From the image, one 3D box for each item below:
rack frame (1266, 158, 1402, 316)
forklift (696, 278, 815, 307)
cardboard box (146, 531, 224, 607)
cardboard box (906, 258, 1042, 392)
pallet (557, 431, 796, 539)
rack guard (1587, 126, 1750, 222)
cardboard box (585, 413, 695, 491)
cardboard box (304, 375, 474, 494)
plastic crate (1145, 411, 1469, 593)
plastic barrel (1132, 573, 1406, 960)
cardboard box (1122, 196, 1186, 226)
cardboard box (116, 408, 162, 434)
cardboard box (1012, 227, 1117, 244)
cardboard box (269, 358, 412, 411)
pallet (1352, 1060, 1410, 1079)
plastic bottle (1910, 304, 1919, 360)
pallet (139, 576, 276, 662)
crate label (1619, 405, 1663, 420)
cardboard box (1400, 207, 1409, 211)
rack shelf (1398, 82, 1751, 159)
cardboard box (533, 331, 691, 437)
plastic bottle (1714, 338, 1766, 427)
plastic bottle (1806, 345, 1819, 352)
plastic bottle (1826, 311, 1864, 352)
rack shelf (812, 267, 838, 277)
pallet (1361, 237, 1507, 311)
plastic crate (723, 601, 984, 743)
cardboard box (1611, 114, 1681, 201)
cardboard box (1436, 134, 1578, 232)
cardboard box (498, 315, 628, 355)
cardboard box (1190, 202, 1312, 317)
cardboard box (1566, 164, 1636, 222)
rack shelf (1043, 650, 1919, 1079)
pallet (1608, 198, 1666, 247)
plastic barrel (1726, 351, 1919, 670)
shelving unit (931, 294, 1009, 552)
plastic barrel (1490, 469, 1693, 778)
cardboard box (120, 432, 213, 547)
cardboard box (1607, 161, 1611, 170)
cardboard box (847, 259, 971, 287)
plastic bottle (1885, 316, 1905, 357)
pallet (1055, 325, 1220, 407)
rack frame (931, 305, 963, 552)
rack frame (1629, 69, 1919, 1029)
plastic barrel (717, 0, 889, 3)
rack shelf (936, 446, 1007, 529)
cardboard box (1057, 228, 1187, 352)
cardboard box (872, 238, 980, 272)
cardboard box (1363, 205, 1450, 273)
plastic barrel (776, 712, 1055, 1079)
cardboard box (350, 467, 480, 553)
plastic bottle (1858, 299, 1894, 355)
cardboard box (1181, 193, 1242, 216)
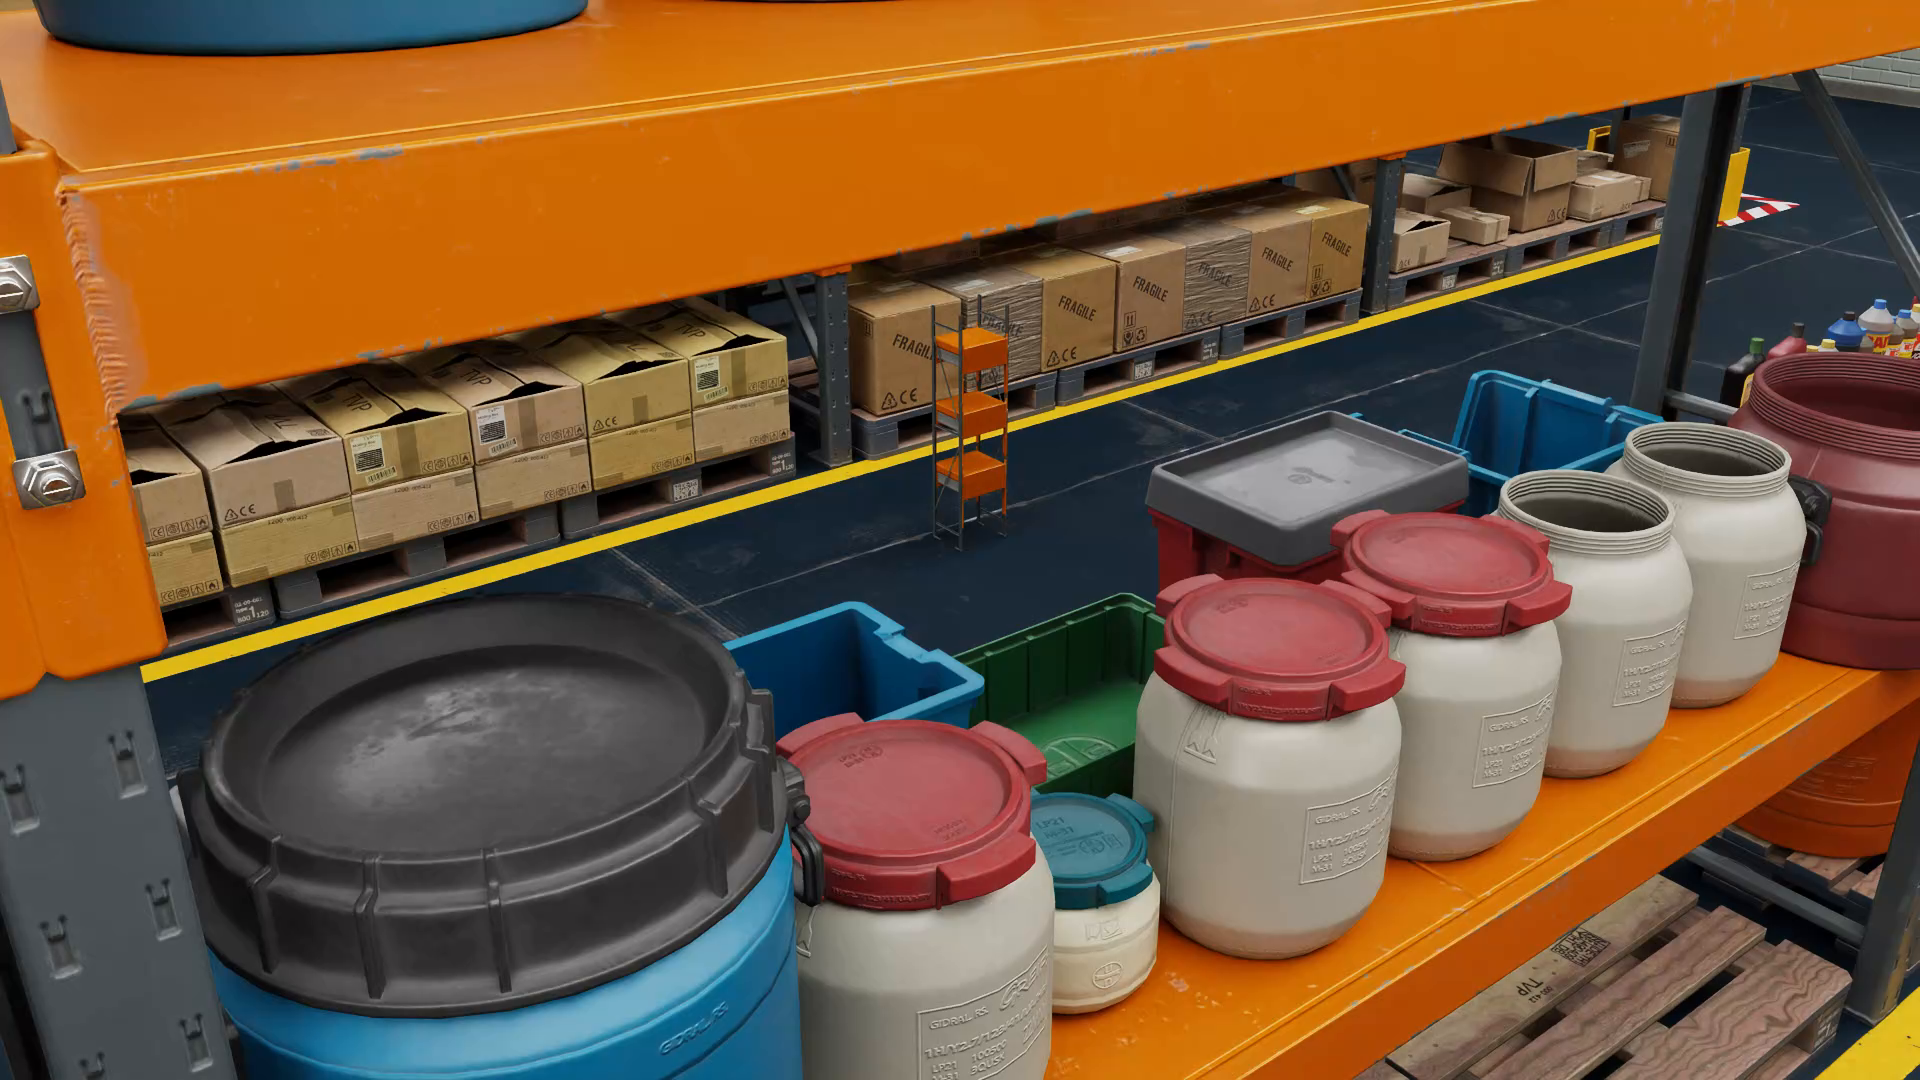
[{"bbox_3d":[2.273,-2.919,9.976,0.127,3.000,1.000,-18,31,-34],"label":"rack frame"},{"bbox_3d":[-1.816,-2.531,9.222,3.031,2.935,1.130,-19,31,-36],"label":"forklift"},{"bbox_3d":[-3.149,0.061,6.322,0.500,0.250,0.500,-17,30,-33],"label":"cardboard box"},{"bbox_3d":[0.069,-1.107,8.518,0.500,0.500,0.500,-20,31,-36],"label":"cardboard box"},{"bbox_3d":[-1.546,-0.414,7.891,1.213,0.211,1.003,-18,31,-34],"label":"pallet"},{"bbox_3d":[5.361,-2.804,12.698,0.348,0.500,1.175,-18,31,-34],"label":"rack guard"},{"bbox_3d":[-1.541,-0.470,7.468,0.500,0.250,0.500,-19,31,-35],"label":"cardboard box"},{"bbox_3d":[-2.334,-0.463,6.785,0.500,0.311,0.500,-17,30,-33],"label":"cardboard box"},{"bbox_3d":[0.719,0.052,3.499,0.583,0.464,0.402,-18,31,-34],"label":"plastic crate"},{"bbox_3d":[0.497,0.373,2.721,0.433,0.535,0.433,0,25,0],"label":"plastic barrel"},{"bbox_3d":[0.955,-2.020,9.595,0.500,0.250,0.500,-18,30,-34],"label":"cardboard box"},{"bbox_3d":[-3.475,-0.376,6.597,0.500,0.311,0.500,-17,30,-33],"label":"cardboard box"},{"bbox_3d":[0.533,-1.539,9.449,0.500,0.500,0.500,-20,31,-36],"label":"cardboard box"},{"bbox_3d":[-2.683,-0.634,7.154,0.500,0.311,0.500,-19,31,-35],"label":"cardboard box"},{"bbox_3d":[0.586,1.531,3.701,1.213,0.211,1.003,-18,31,-34],"label":"pallet"},{"bbox_3d":[3.054,-0.655,5.334,0.097,0.201,0.097,0,25,0],"label":"plastic bottle"},{"bbox_3d":[-3.466,0.220,6.525,1.213,0.211,1.003,-18,31,-34],"label":"pallet"},{"bbox_3d":[1.616,-0.177,4.266,0.416,0.233,0.303,-18,31,-34],"label":"crate label"},{"bbox_3d":[2.805,-2.184,11.257,0.250,0.149,0.380,-18,31,-34],"label":"cardboard box"},{"bbox_3d":[3.847,-3.112,11.247,4.000,0.370,1.077,-18,31,-34],"label":"rack shelf"},{"bbox_3d":[-1.540,-0.722,7.345,0.500,0.311,0.500,-19,31,-35],"label":"cardboard box"},{"bbox_3d":[2.234,-0.431,4.755,0.133,0.283,0.061,-18,31,-34],"label":"plastic bottle"},{"bbox_3d":[2.518,-0.478,4.952,0.097,0.201,0.097,0,25,0],"label":"plastic bottle"},{"bbox_3d":[2.671,-0.560,5.047,0.097,0.271,0.097,0,25,0],"label":"plastic bottle"},{"bbox_3d":[-2.448,-1.034,6.769,4.000,0.370,1.077,-18,31,-34],"label":"rack shelf"},{"bbox_3d":[2.814,-1.832,10.946,1.213,0.211,1.003,-18,31,-34],"label":"pallet"},{"bbox_3d":[-0.293,0.419,2.803,0.575,0.384,0.392,-18,31,-34],"label":"plastic crate"},{"bbox_3d":[5.145,-2.801,12.168,0.500,0.500,0.500,-18,31,-34],"label":"cardboard box"},{"bbox_3d":[3.748,-2.476,11.464,0.637,0.503,0.797,-18,31,-34],"label":"cardboard box"},{"bbox_3d":[-1.876,-0.899,7.726,0.500,0.311,0.500,-19,31,-35],"label":"cardboard box"},{"bbox_3d":[1.667,-1.636,9.658,0.500,0.500,0.500,-18,30,-34],"label":"cardboard box"},{"bbox_3d":[4.379,-2.450,11.710,0.500,0.250,0.500,-18,31,-34],"label":"cardboard box"},{"bbox_3d":[0.605,0.608,3.231,4.000,0.370,1.077,-18,31,-34],"label":"rack shelf"},{"bbox_3d":[4.734,-2.466,12.312,1.213,0.211,1.003,-18,31,-34],"label":"pallet"},{"bbox_3d":[2.001,-0.079,3.694,0.708,0.536,0.600,-18,31,-34],"label":"plastic barrel"},{"bbox_3d":[0.042,-0.490,7.059,0.252,1.050,0.215,-18,31,-34],"label":"shelving unit"},{"bbox_3d":[1.170,0.159,3.211,0.421,0.512,0.421,0,25,0],"label":"plastic barrel"},{"bbox_3d":[-3.146,-0.191,6.200,0.500,0.311,0.500,-19,31,-35],"label":"cardboard box"},{"bbox_3d":[4.683,-2.812,12.589,0.250,0.166,0.380,-18,31,-34],"label":"cardboard box"},{"bbox_3d":[-0.283,-1.266,8.861,0.500,0.500,0.500,-17,30,-32],"label":"cardboard box"},{"bbox_3d":[2.901,-0.604,5.225,0.097,0.201,0.097,0,25,0],"label":"plastic bottle"},{"bbox_3d":[0.696,-1.111,9.394,1.213,0.211,1.003,-18,31,-34],"label":"pallet"},{"bbox_3d":[-0.054,-0.458,6.991,0.008,1.050,0.200,-18,31,-34],"label":"rack frame"},{"bbox_3d":[2.179,-0.238,4.199,0.127,3.000,1.000,-18,31,-34],"label":"rack frame"},{"bbox_3d":[-0.188,-1.161,2.029,0.600,0.901,0.600,0,25,0],"label":"plastic barrel"},{"bbox_3d":[0.042,-0.228,7.180,0.240,0.259,0.215,-18,31,-34],"label":"rack shelf"},{"bbox_3d":[0.874,-1.373,9.091,0.500,0.500,0.500,-19,31,-36],"label":"cardboard box"},{"bbox_3d":[-0.242,-1.622,8.738,0.500,0.250,0.500,-17,30,-32],"label":"cardboard box"},{"bbox_3d":[2.737,-1.936,10.530,0.500,0.311,0.500,-18,31,-34],"label":"cardboard box"},{"bbox_3d":[-0.080,0.564,2.310,0.433,0.535,0.433,0,25,0],"label":"plastic barrel"},{"bbox_3d":[-2.342,-0.206,6.898,0.500,0.250,0.500,-18,30,-33],"label":"cardboard box"},{"bbox_3d":[2.824,-0.611,5.156,0.097,0.271,0.097,0,25,0],"label":"plastic bottle"},{"bbox_3d":[1.329,-1.797,10.006,0.500,0.500,0.500,-18,30,-33],"label":"cardboard box"}]
